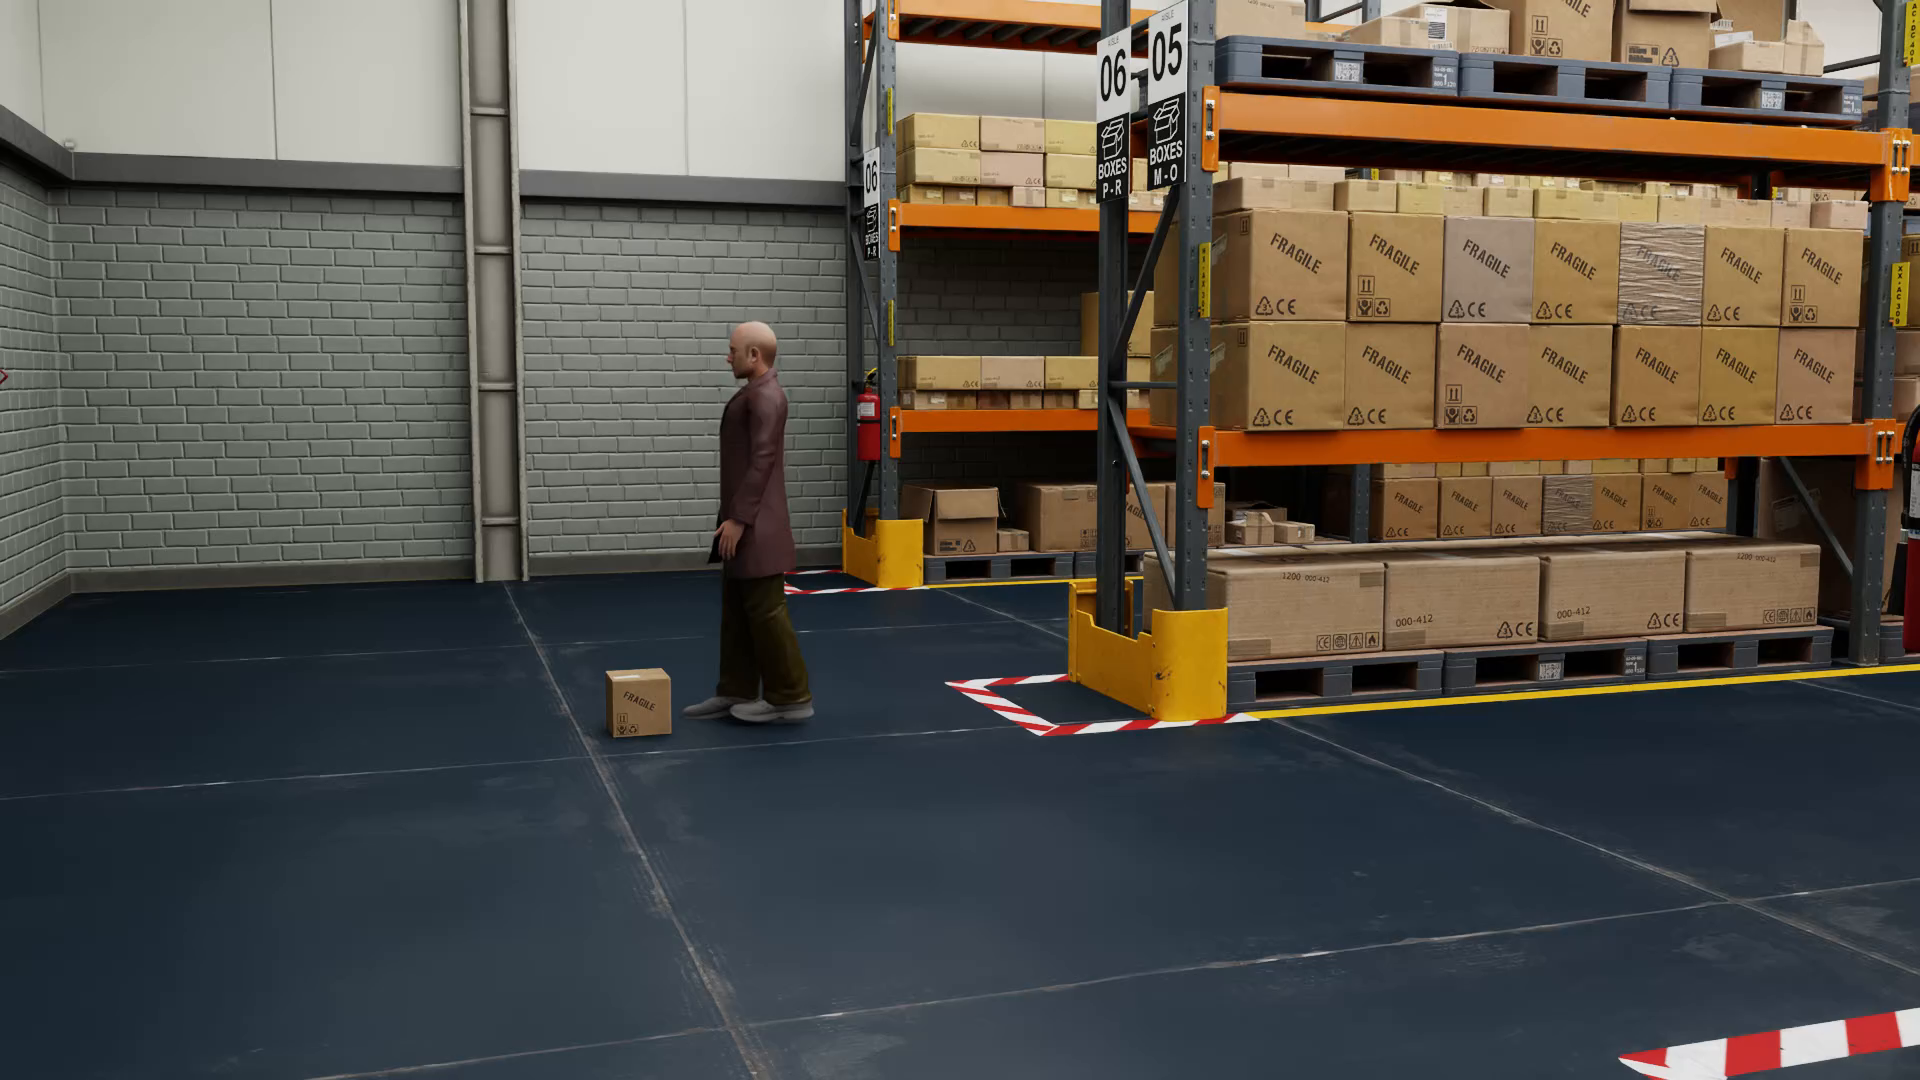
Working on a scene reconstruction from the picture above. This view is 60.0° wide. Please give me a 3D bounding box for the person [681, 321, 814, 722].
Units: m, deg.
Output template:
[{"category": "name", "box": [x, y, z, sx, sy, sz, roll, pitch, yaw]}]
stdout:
[{"category": "person", "box": [-0.960, -0.065, 7.410, 0.593, 1.801, 0.598, -1, 6, -8]}]
